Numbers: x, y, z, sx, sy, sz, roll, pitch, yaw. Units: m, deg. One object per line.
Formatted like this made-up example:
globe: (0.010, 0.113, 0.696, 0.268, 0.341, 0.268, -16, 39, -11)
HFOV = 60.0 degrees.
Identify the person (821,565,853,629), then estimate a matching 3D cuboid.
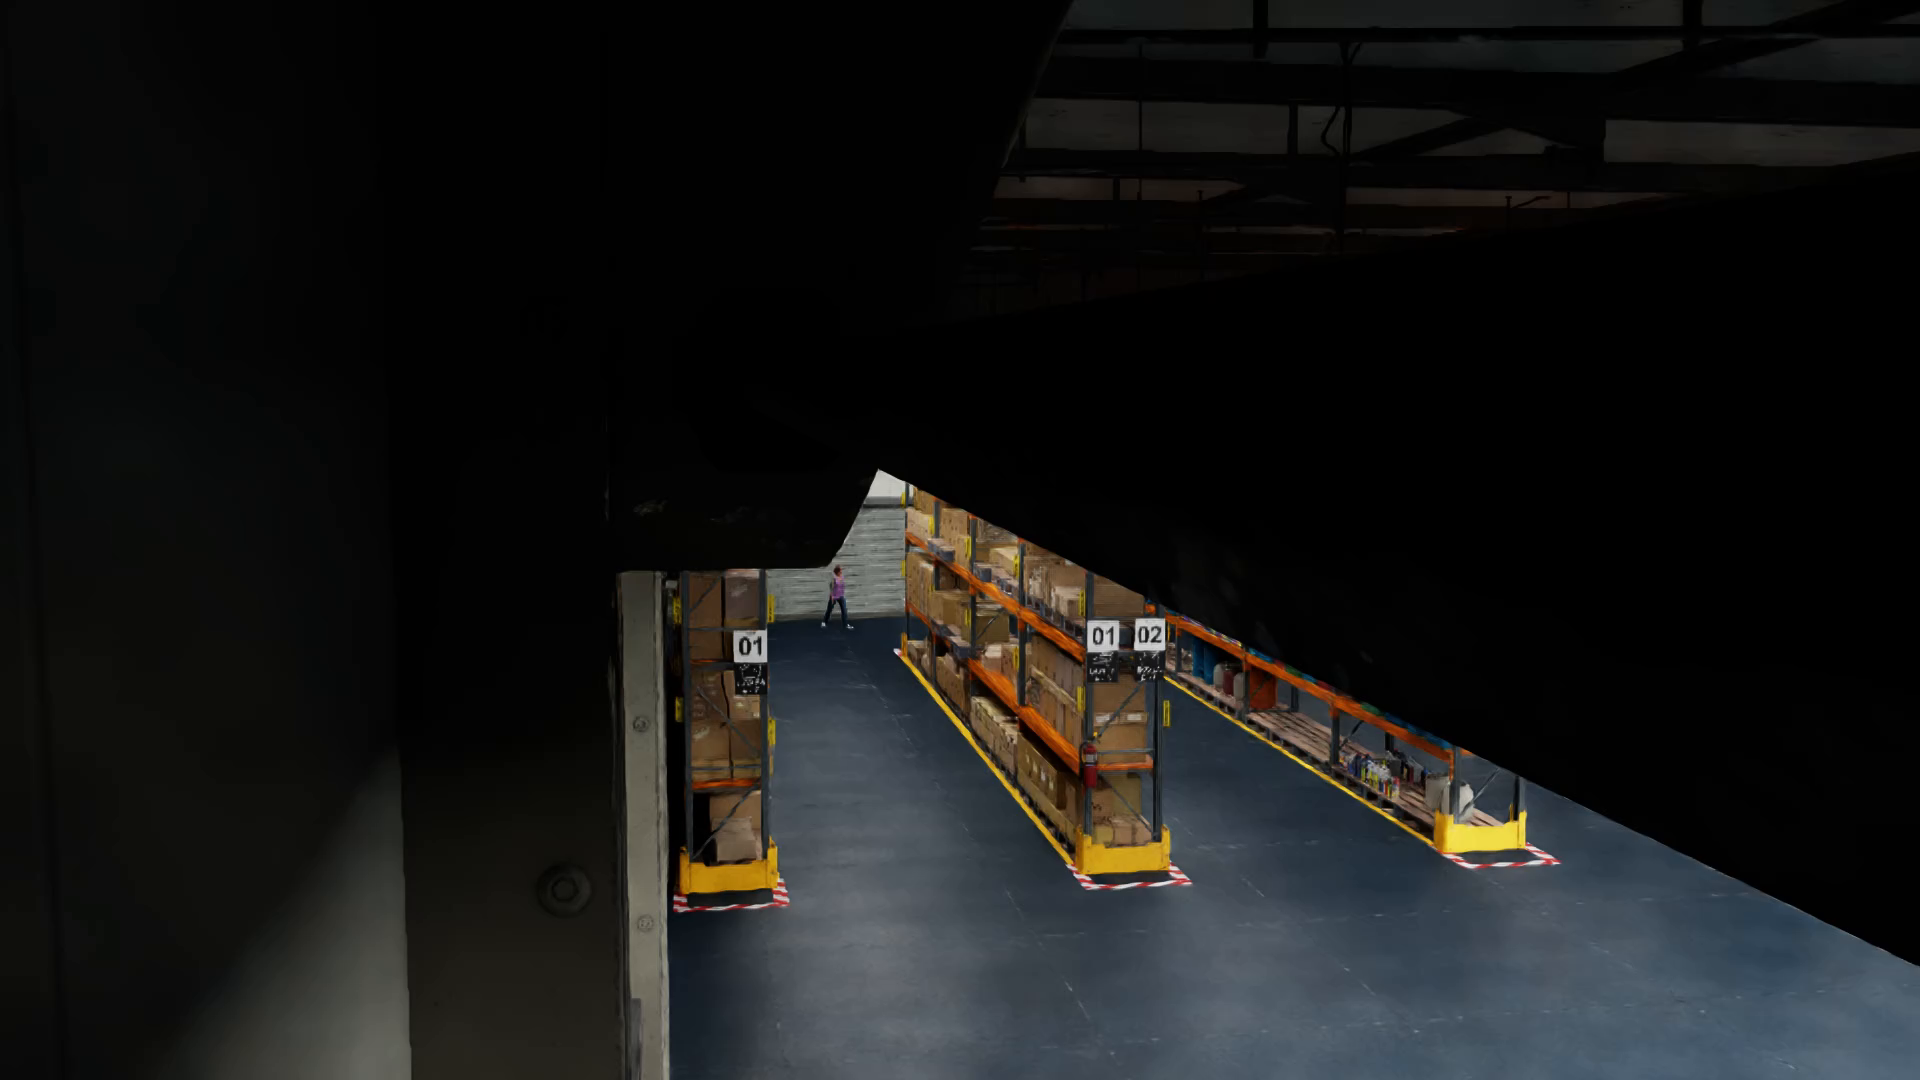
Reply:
person: (-3.010, 1.382, 40.242, 0.487, 1.546, 0.862, -5, 7, -37)
